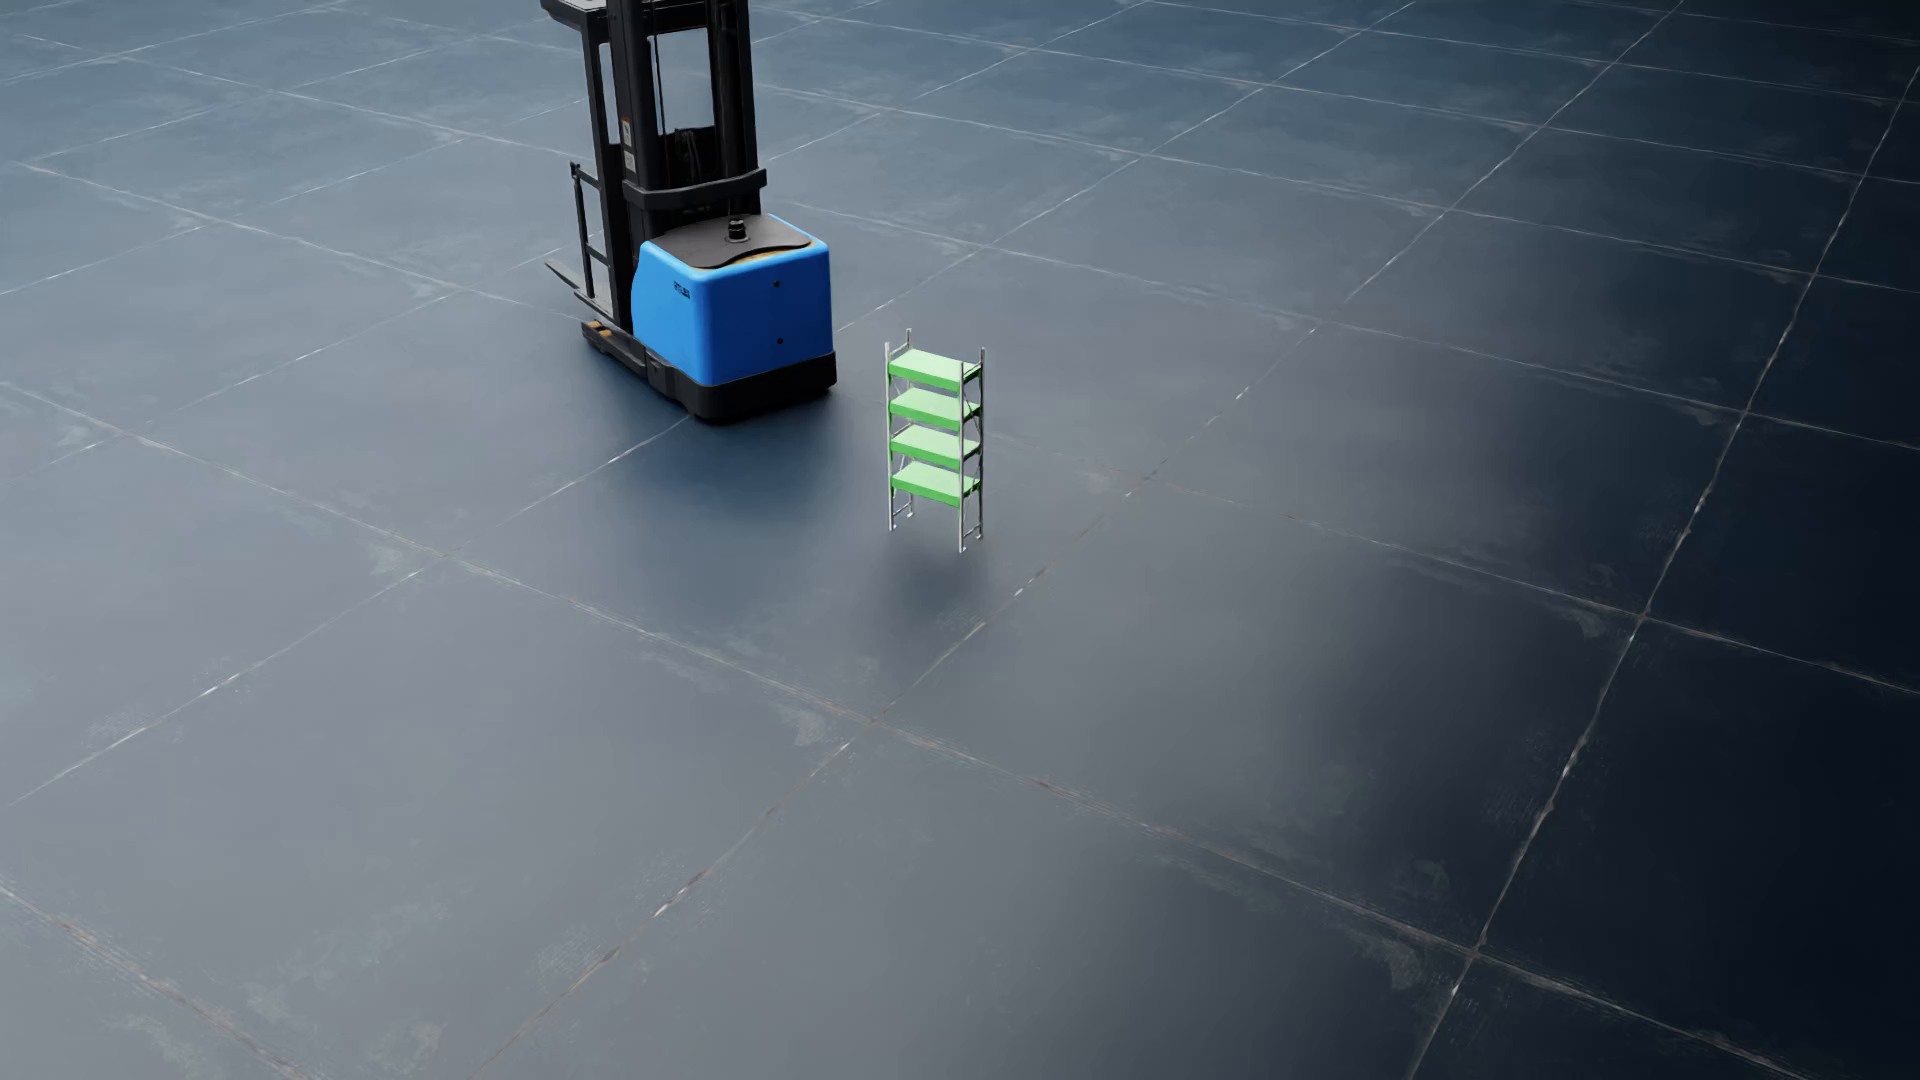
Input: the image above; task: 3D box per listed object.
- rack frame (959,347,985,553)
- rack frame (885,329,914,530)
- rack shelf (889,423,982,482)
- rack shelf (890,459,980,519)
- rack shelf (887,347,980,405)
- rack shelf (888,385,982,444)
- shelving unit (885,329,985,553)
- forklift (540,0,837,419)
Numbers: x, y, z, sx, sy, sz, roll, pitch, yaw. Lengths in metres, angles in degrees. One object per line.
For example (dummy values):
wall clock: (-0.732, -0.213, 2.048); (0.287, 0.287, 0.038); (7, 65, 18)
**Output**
rack frame: (0.066, -0.497, 9.412); (0.015, 1.200, 0.240); (18, 35, 27)
rack frame: (-0.347, -0.628, 9.636); (0.015, 1.200, 0.240); (18, 35, 27)
rack shelf: (-0.140, -0.507, 9.556); (0.480, 0.148, 0.258); (18, 35, 27)
rack shelf: (-0.140, -0.300, 9.677); (0.480, 0.148, 0.258); (18, 35, 27)
rack shelf: (-0.140, -0.922, 9.314); (0.480, 0.148, 0.258); (18, 35, 27)
rack shelf: (-0.140, -0.715, 9.435); (0.480, 0.148, 0.258); (18, 35, 27)
shelving unit: (-0.140, -0.563, 9.524); (0.503, 1.200, 0.258); (18, 35, 27)
forklift: (-2.117, -2.752, 11.559); (1.130, 2.935, 3.031); (-20, 36, -30)
